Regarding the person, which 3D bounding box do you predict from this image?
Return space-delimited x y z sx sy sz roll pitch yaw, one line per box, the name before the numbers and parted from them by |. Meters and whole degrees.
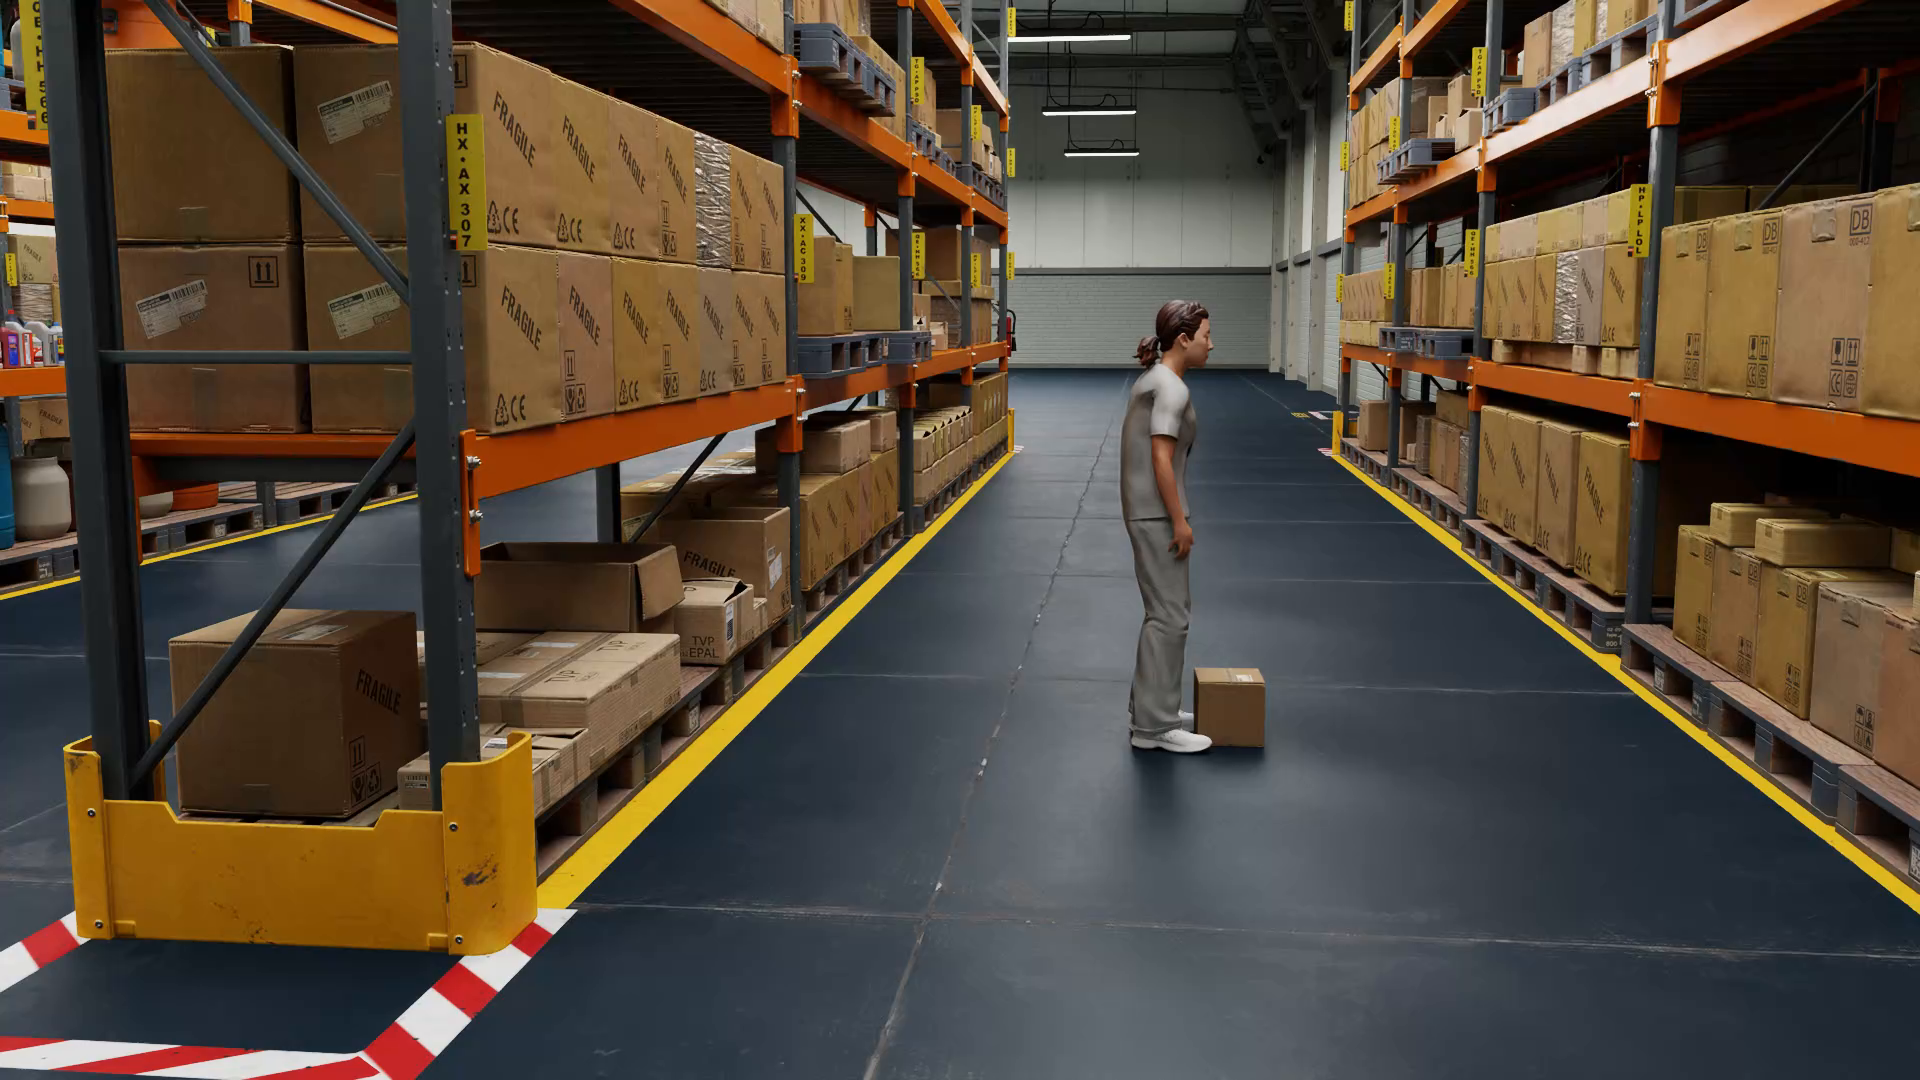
person | 0.785 -0.068 6.304 0.354 1.673 0.513 0 8 3
